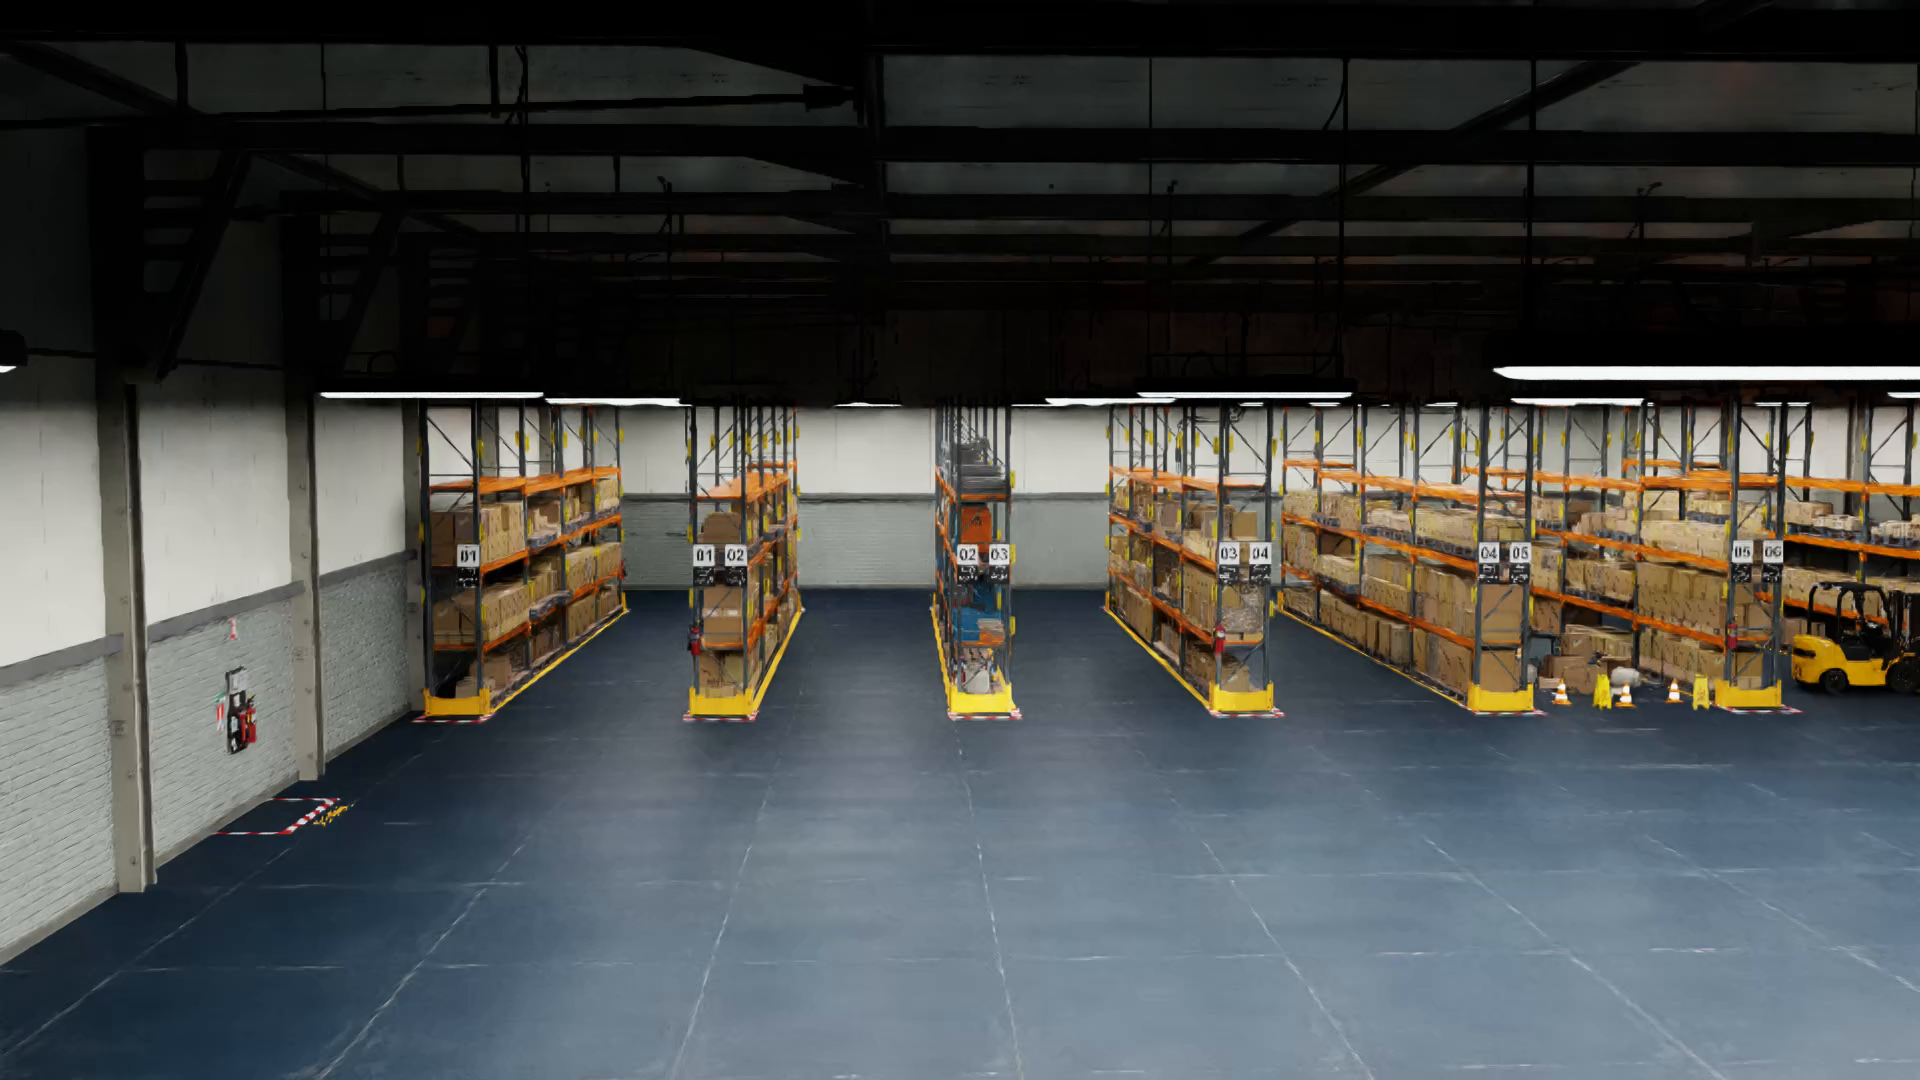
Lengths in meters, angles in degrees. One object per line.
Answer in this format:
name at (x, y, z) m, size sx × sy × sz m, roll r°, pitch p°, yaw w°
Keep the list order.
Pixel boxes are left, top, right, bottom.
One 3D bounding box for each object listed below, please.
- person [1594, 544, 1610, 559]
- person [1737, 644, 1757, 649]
person at (19.082, 0.962, 49.479) m, size 0.606 × 1.753 × 0.574 m, roll 3°, pitch 5°, yaw 35°
person at (16.756, 2.062, 35.410) m, size 0.450 × 1.727 × 0.584 m, roll -3°, pitch 5°, yaw -33°
